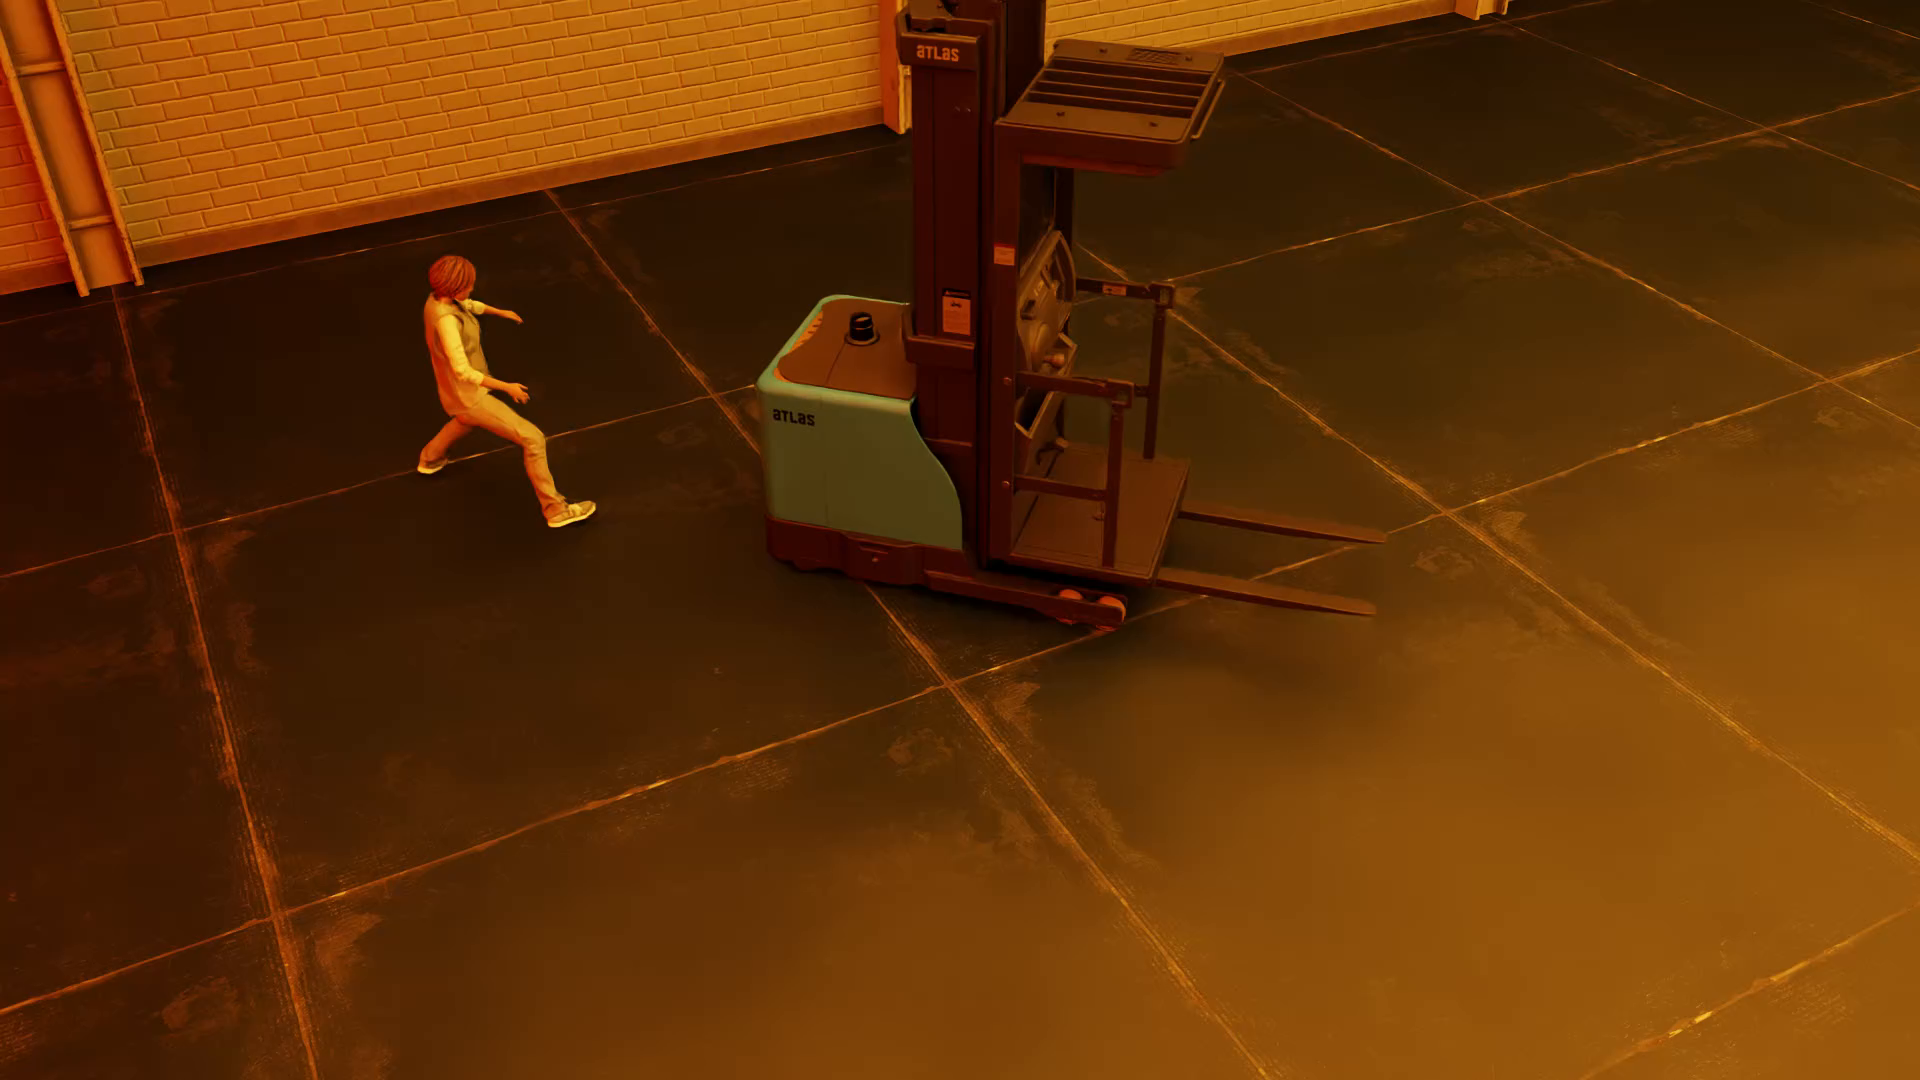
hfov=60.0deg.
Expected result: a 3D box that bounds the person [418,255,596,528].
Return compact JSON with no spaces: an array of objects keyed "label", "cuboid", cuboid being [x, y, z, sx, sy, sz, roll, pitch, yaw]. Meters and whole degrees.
[{"label":"person","cuboid":[-2.467,-0.828,8.640,0.882,1.431,0.941,-10,37,-14]}]

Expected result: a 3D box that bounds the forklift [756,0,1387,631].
[{"label":"forklift","cuboid":[0.588,-1.100,7.679,3.031,2.935,1.130,10,36,13]}]
